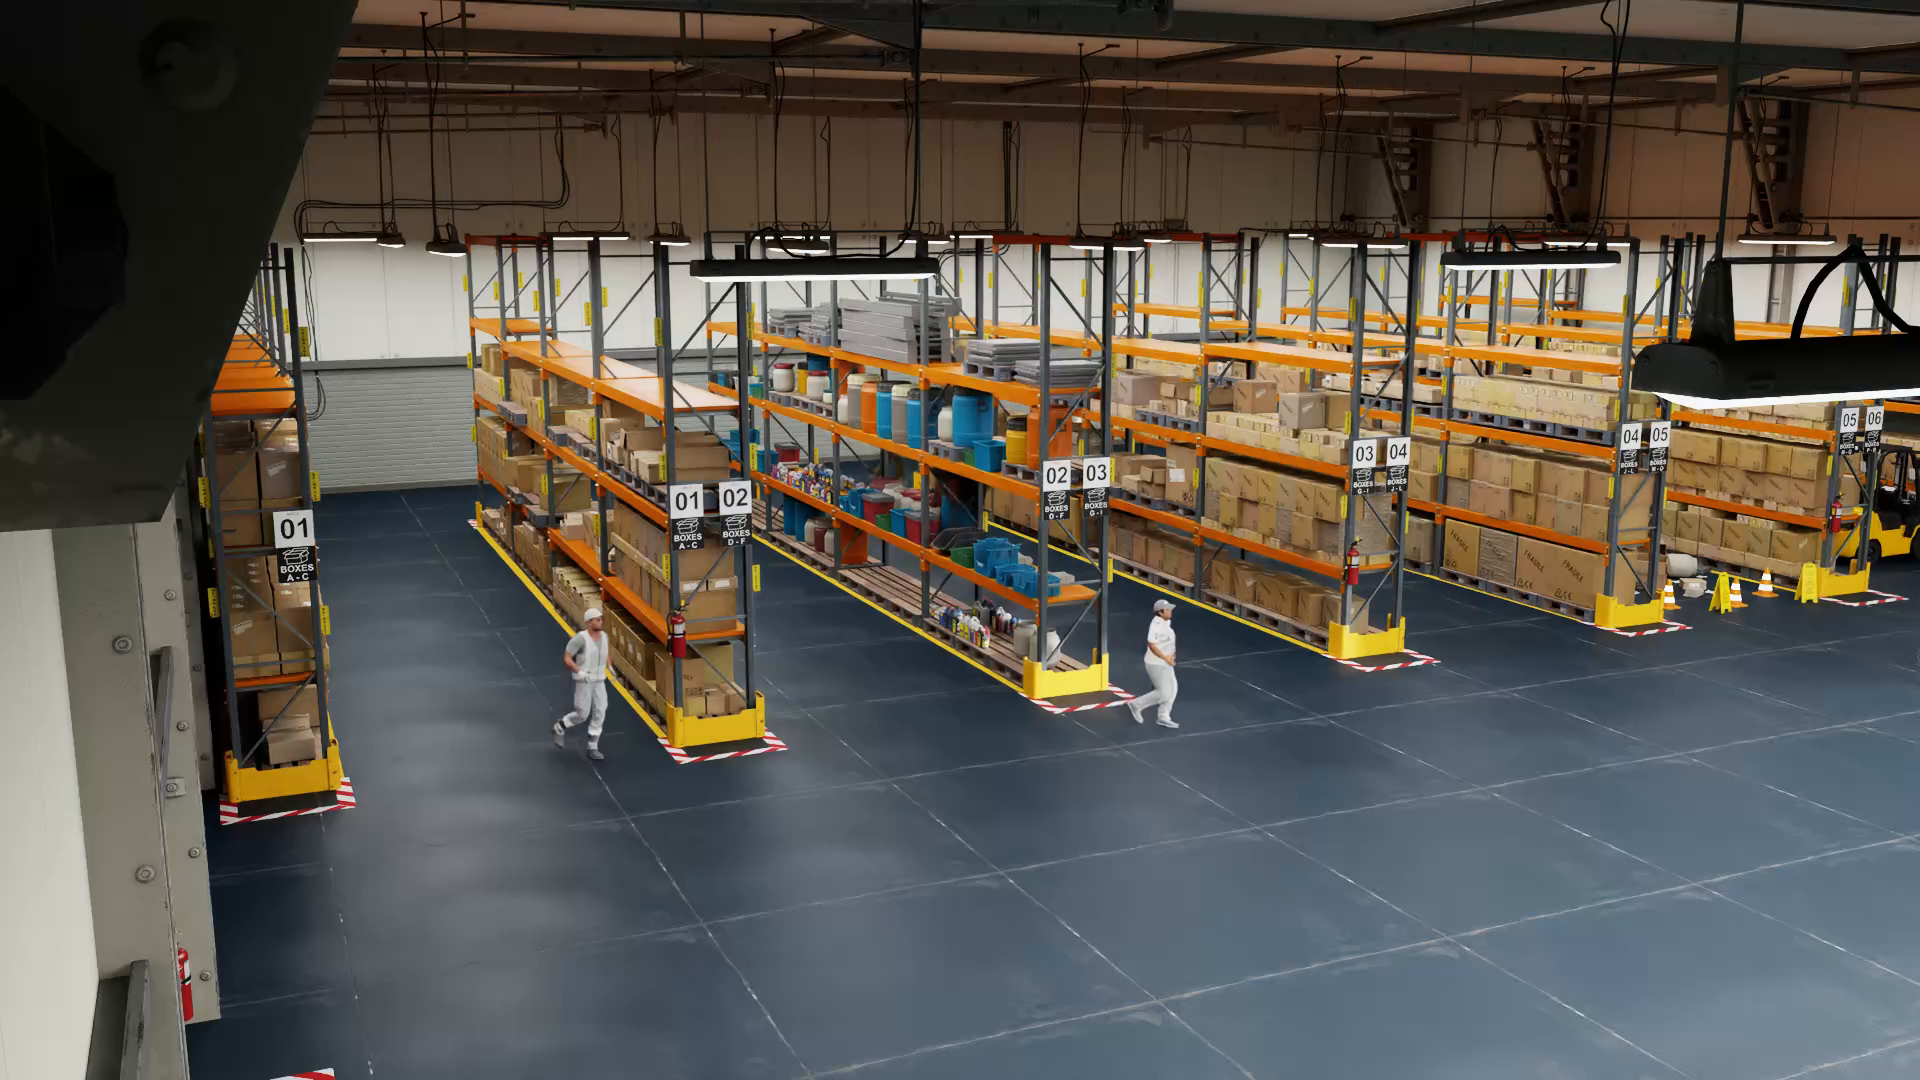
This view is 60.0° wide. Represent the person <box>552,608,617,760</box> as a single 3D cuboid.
[{"bbox_3d":[-4.424,1.675,19.895,0.791,1.754,0.726,8,14,36],"label":"person"}]

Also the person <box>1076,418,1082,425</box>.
[{"bbox_3d":[2.780,-2.022,39.080,0.805,1.698,0.530,-1,11,-4],"label":"person"}]

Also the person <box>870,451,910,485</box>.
[{"bbox_3d":[-1.674,-2.186,39.786,0.925,1.823,0.725,-3,12,-17],"label":"person"}]

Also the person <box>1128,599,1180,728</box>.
[{"bbox_3d":[2.458,1.549,20.905,0.645,1.653,0.630,3,11,13],"label":"person"}]
